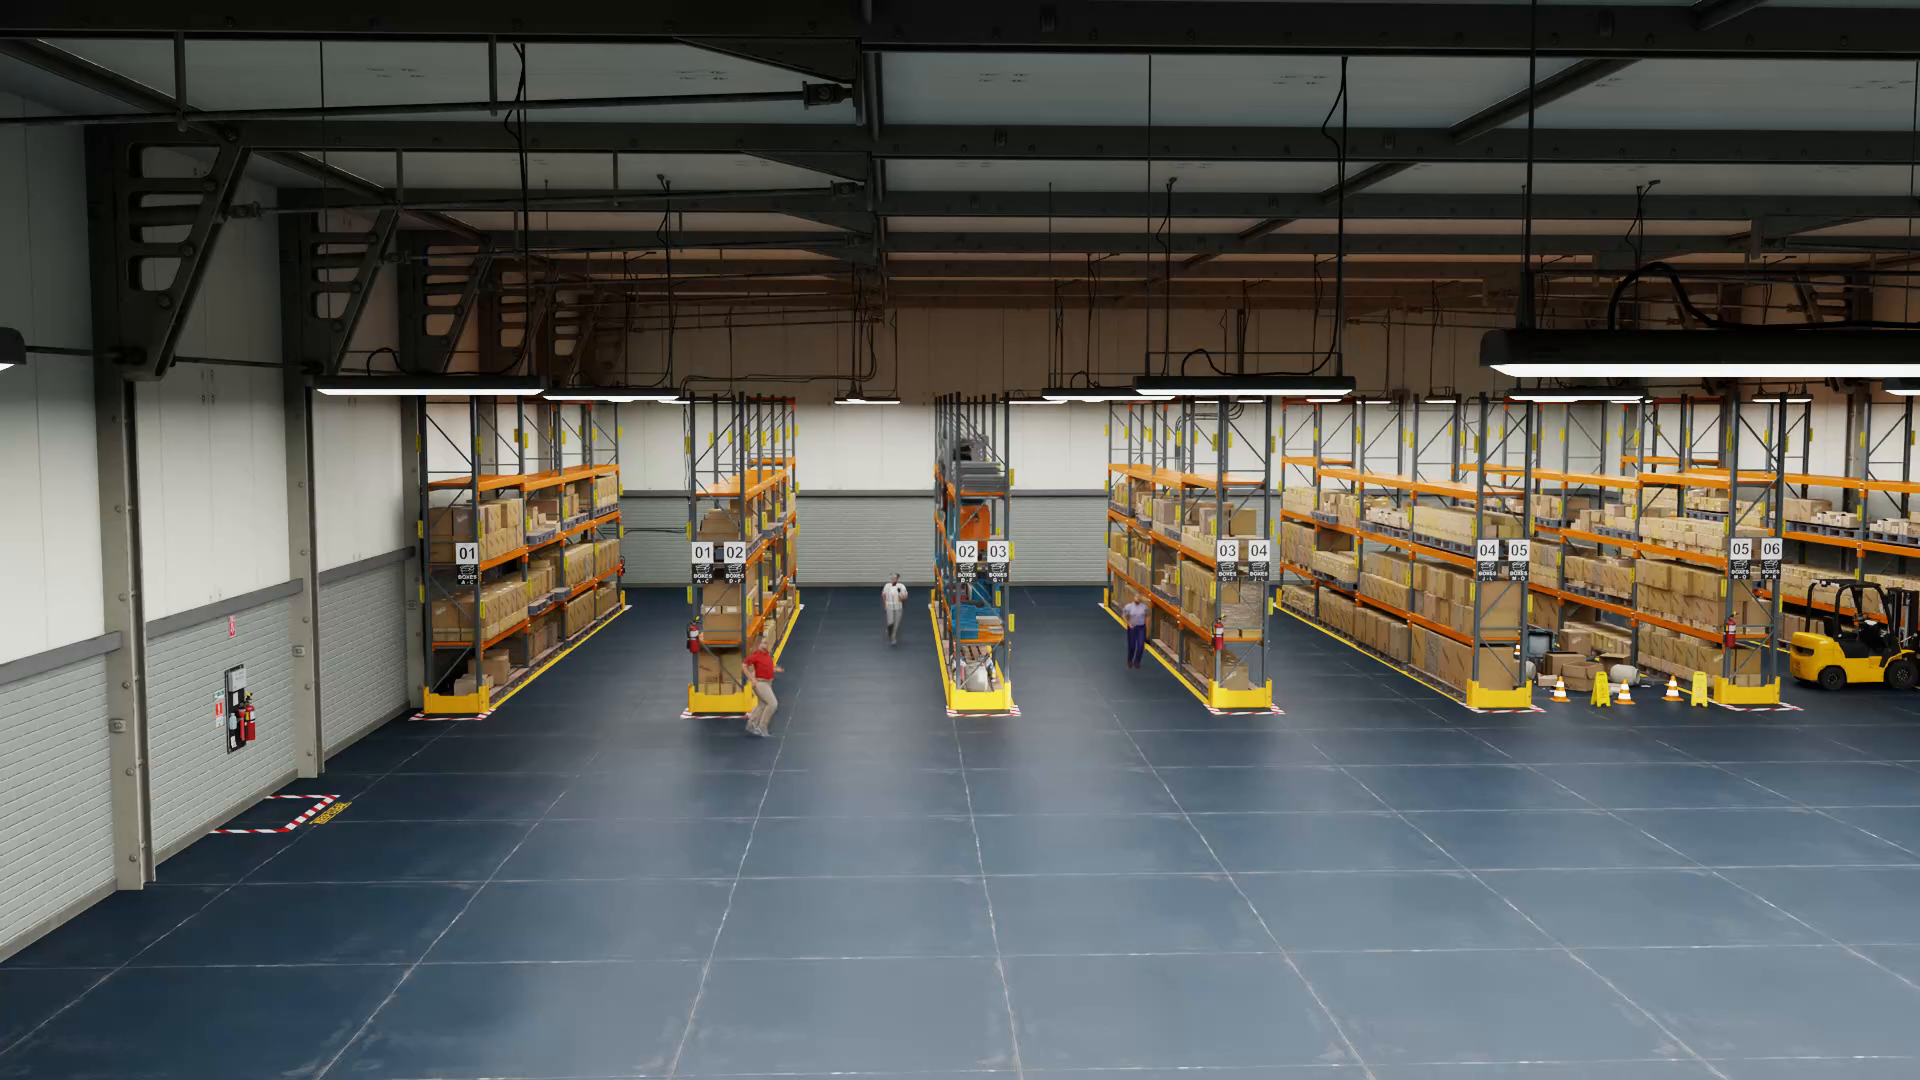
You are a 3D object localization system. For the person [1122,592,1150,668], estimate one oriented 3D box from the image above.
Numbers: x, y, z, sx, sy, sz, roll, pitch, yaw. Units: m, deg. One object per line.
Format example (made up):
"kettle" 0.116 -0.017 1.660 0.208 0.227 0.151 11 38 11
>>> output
"person" 3.681 1.899 34.639 0.595 1.599 0.504 -1 5 -6

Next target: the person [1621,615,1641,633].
"person" 16.565 1.605 41.139 0.609 1.648 0.611 -1 5 -13

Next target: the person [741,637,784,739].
"person" -3.400 2.566 28.855 0.728 1.773 0.638 1 5 13

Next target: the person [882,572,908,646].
"person" -1.564 1.661 39.877 0.633 1.798 0.683 0 5 1
